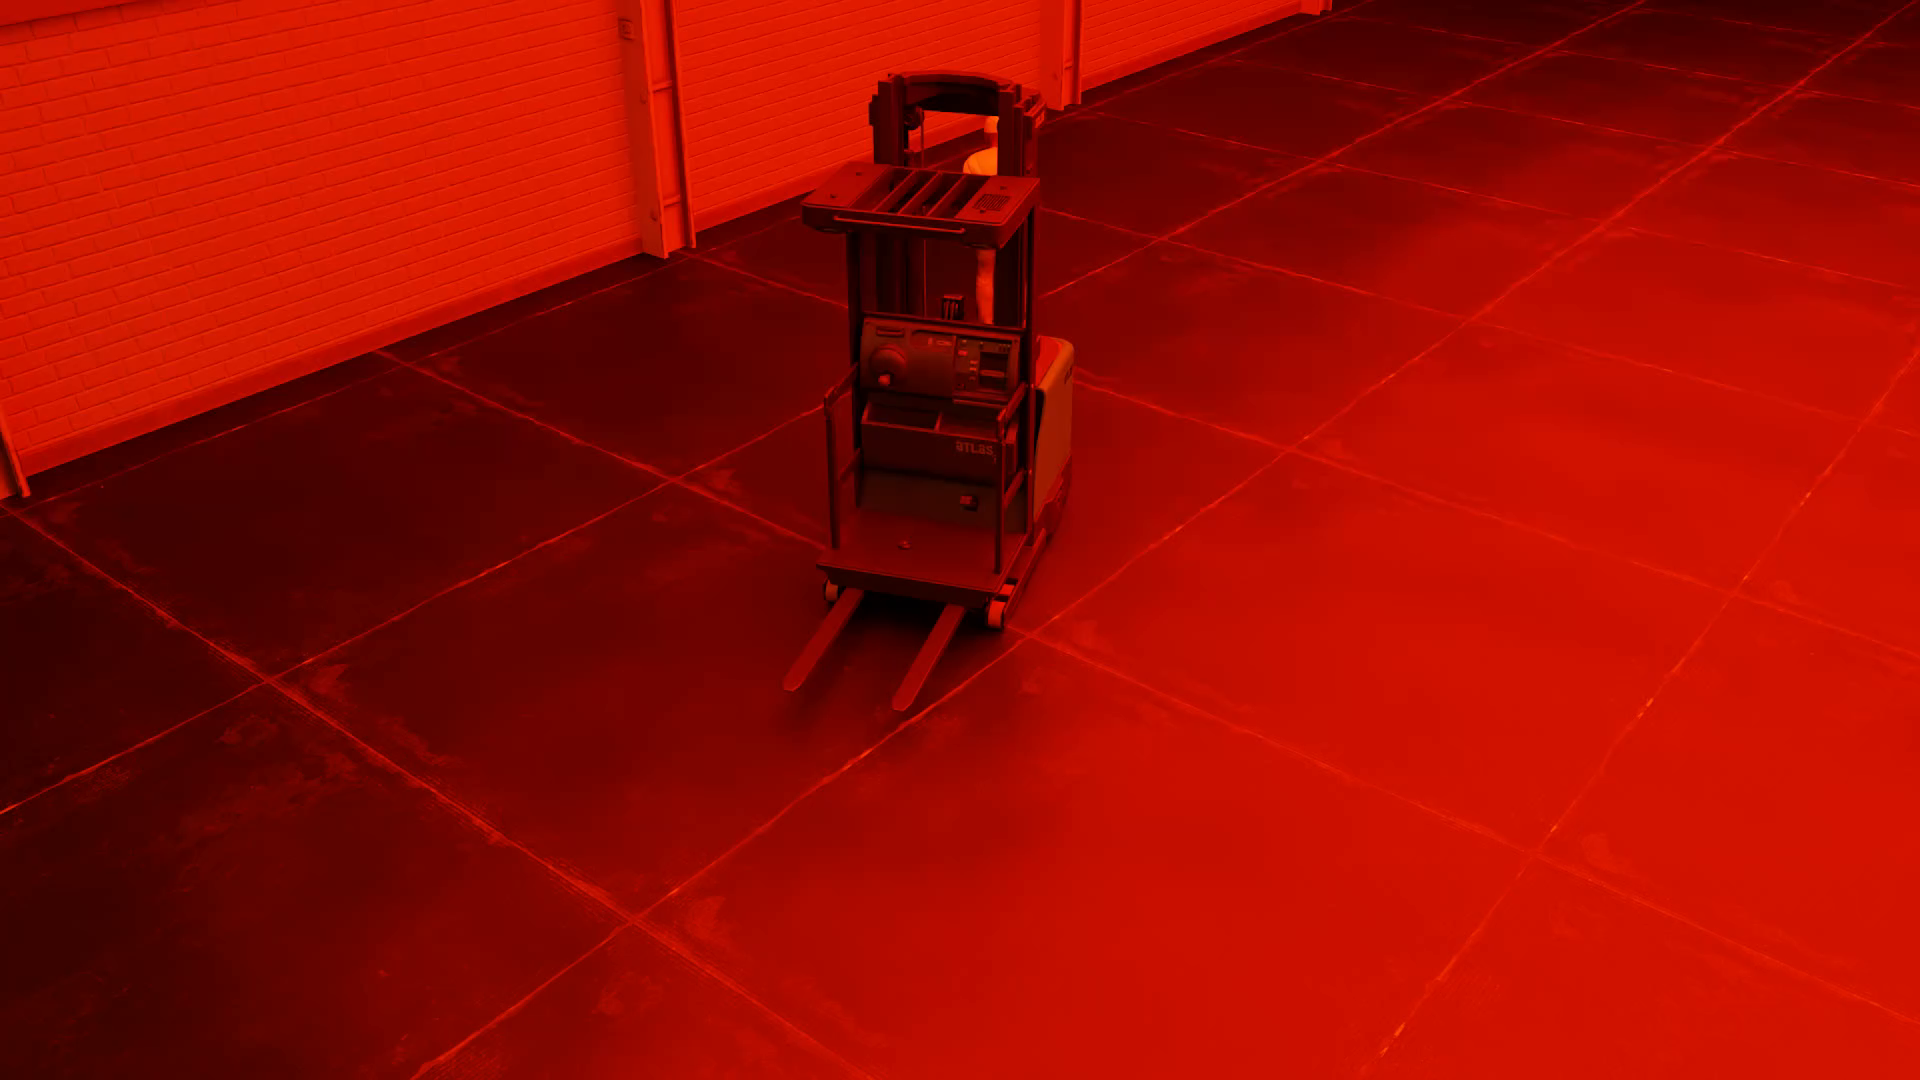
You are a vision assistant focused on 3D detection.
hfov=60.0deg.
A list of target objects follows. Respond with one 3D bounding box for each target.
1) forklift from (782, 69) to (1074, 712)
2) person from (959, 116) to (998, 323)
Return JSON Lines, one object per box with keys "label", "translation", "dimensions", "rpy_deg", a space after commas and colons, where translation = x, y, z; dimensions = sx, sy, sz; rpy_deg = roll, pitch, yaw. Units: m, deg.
{"label": "forklift", "translation": [-0.176, -0.972, 9.258], "dimensions": [1.130, 2.935, 3.031], "rpy_deg": [9, 31, 14]}
{"label": "person", "translation": [0.304, -2.431, 12.920], "dimensions": [0.629, 1.759, 0.461], "rpy_deg": [2, 30, 3]}
